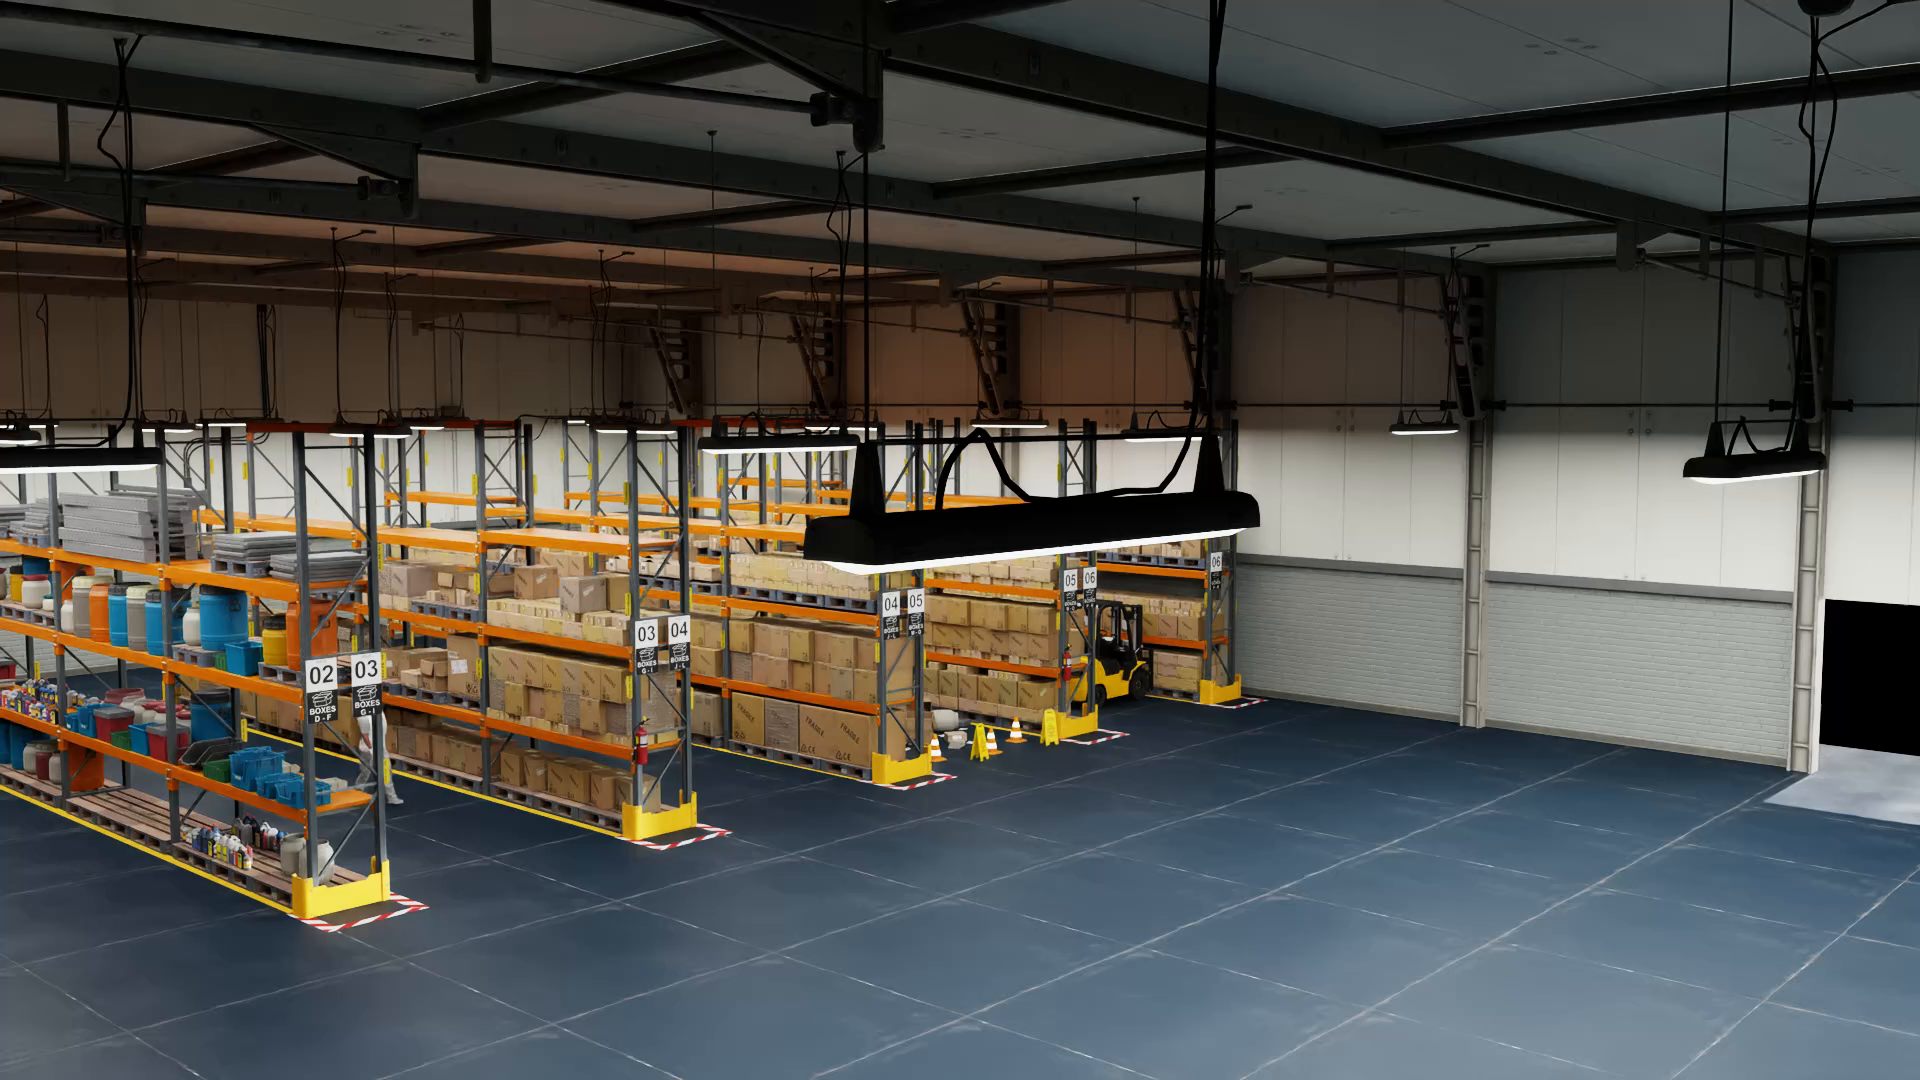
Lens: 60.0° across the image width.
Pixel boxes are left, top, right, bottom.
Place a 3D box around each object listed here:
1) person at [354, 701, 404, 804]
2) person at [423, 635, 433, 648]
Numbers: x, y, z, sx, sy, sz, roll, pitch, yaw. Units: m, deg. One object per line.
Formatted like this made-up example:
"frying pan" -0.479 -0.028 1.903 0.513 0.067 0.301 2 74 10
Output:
"person" -9.195 3.302 26.286 0.995 1.724 0.574 2 5 27
"person" -13.774 1.989 43.143 0.446 1.632 0.836 -1 5 -8
